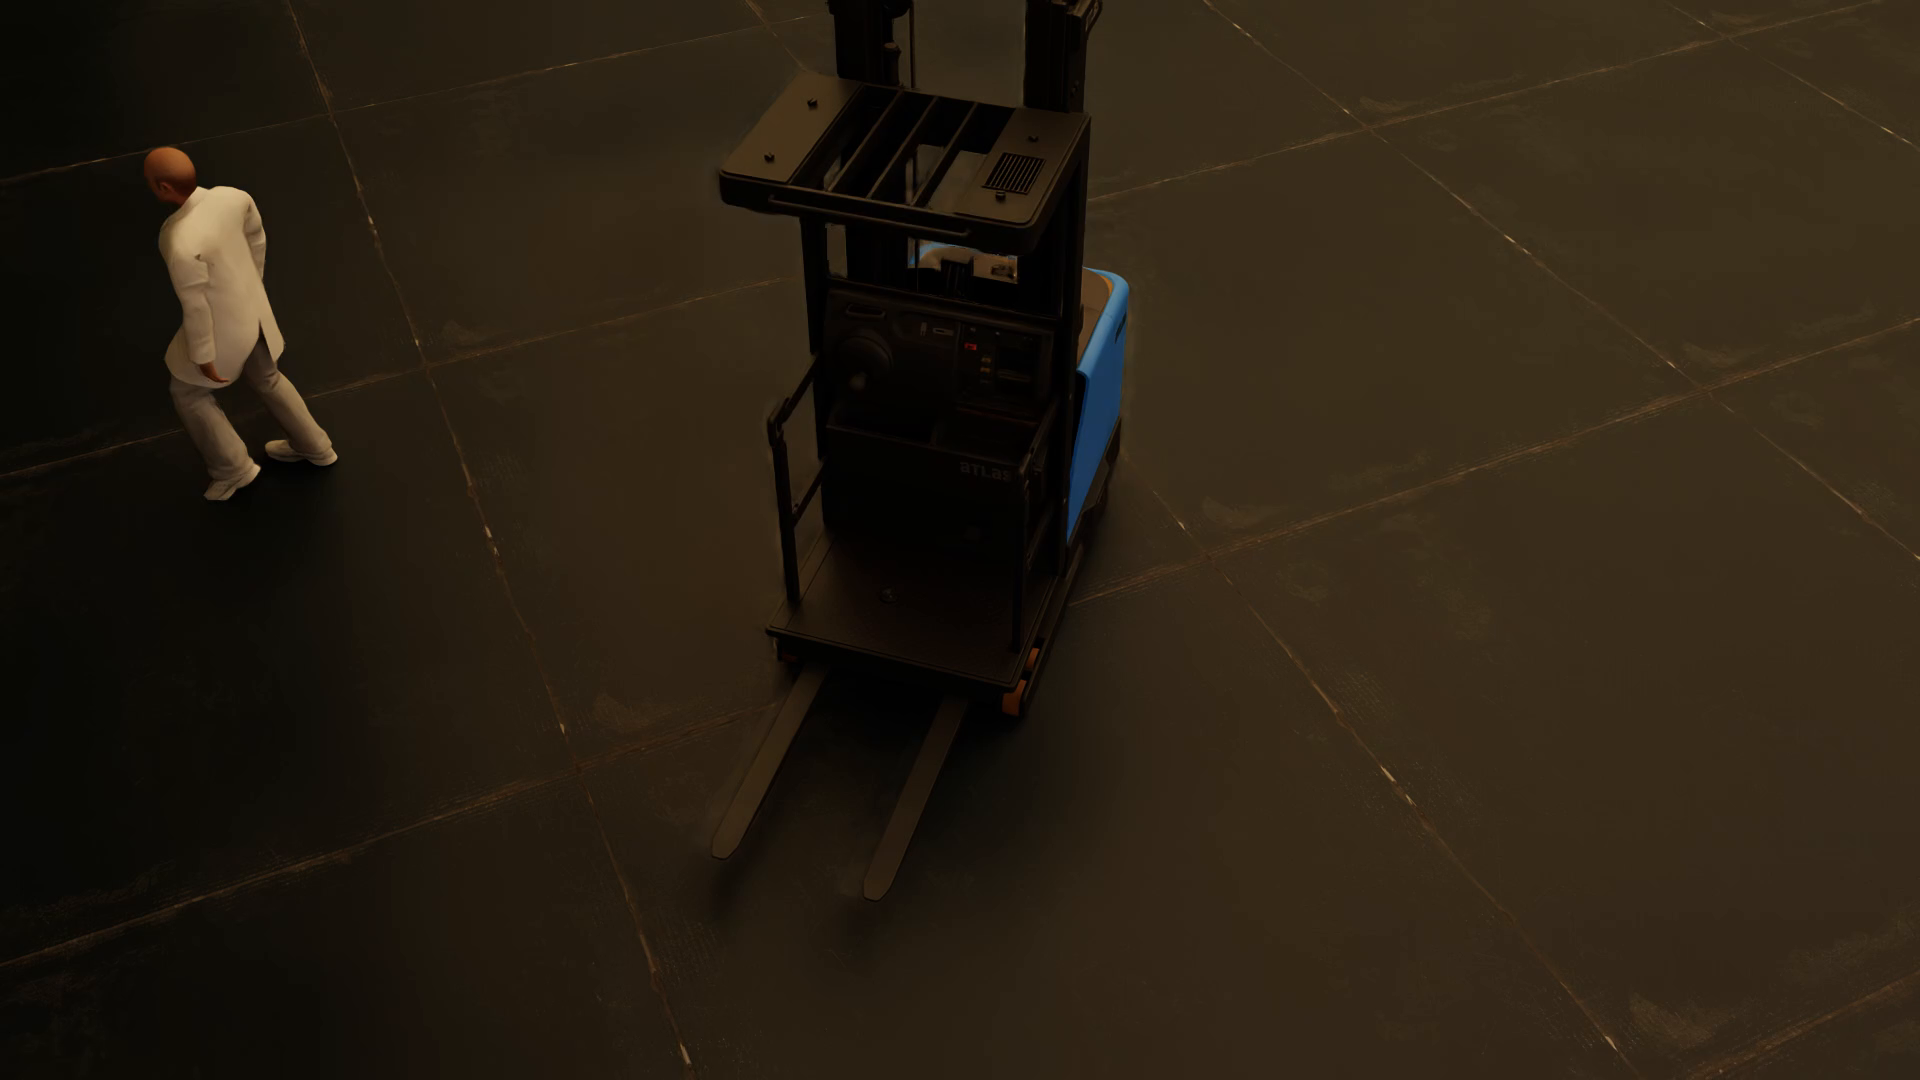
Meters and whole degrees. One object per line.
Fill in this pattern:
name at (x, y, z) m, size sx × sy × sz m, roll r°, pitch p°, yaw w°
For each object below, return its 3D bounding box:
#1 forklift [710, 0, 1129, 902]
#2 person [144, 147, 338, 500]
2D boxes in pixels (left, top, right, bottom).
forklift at (-0.154, -0.637, 6.363) m, size 1.130 × 2.935 × 3.031 m, roll 12°, pitch 44°, yaw 13°
person at (-3.379, -0.976, 7.640) m, size 0.563 × 1.828 × 0.699 m, roll 7°, pitch 44°, yaw 8°
